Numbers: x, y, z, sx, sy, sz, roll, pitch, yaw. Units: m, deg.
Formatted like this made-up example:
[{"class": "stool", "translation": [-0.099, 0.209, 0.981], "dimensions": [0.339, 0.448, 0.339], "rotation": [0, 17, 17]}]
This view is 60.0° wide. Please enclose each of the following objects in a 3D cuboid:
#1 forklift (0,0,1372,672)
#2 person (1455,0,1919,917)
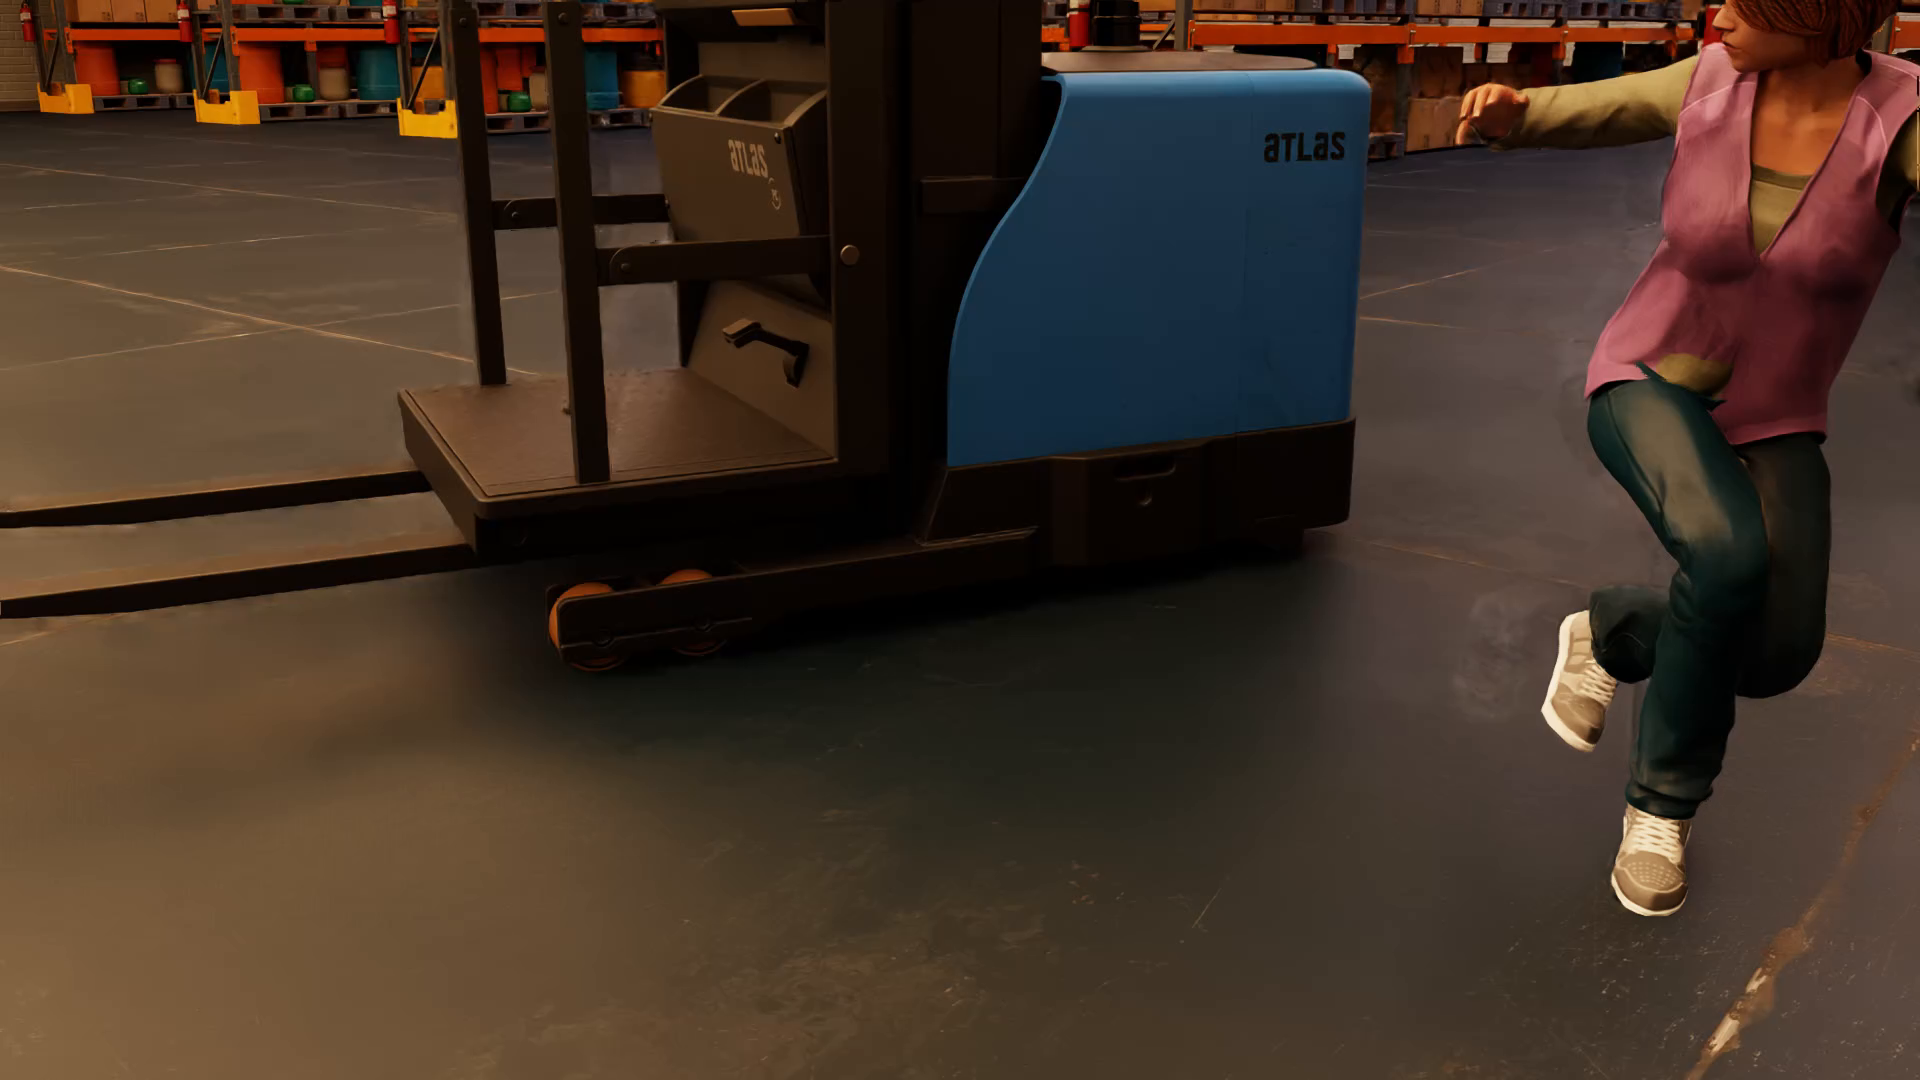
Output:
[{"class": "forklift", "translation": [-0.648, -1.329, 3.273], "dimensions": [3.031, 2.935, 1.130], "rotation": [-8, 19, -24]}, {"class": "person", "translation": [0.964, -0.146, 2.183], "dimensions": [0.674, 1.326, 0.988], "rotation": [3, 17, 9]}]
